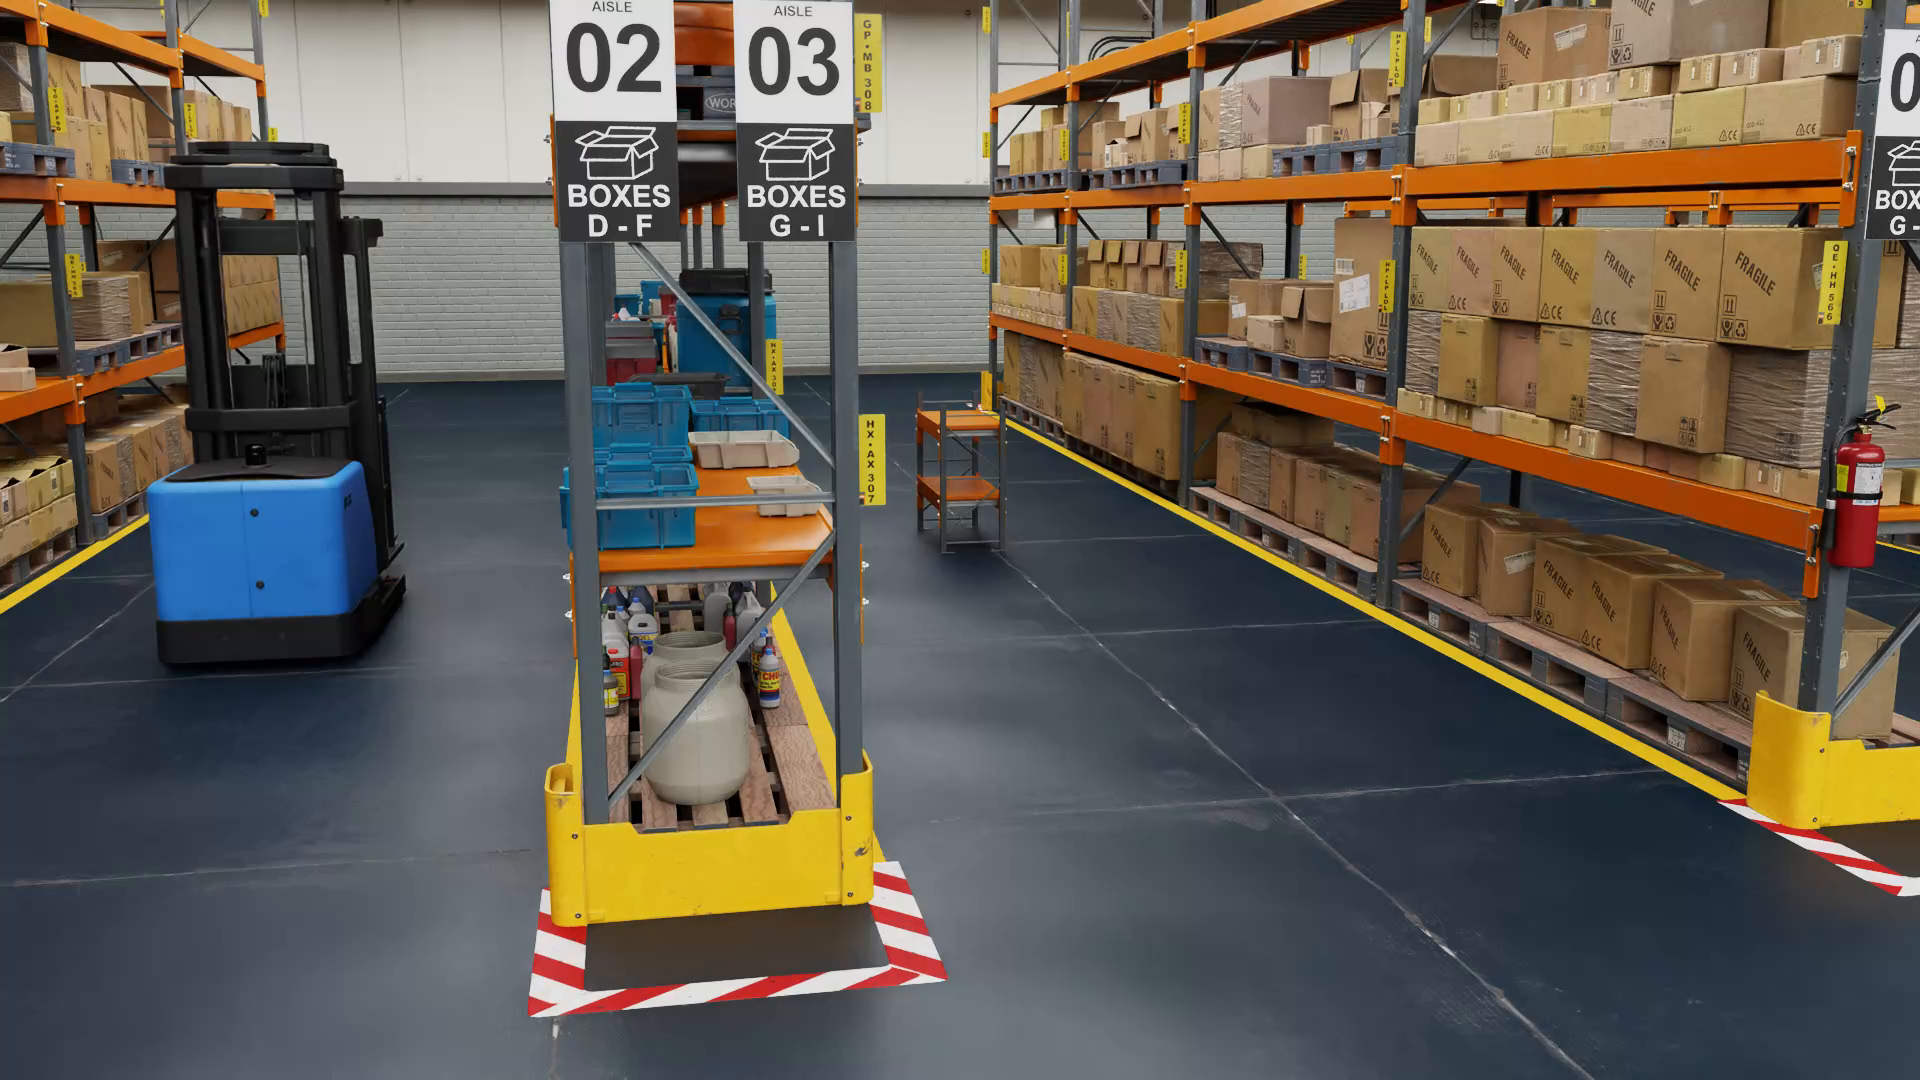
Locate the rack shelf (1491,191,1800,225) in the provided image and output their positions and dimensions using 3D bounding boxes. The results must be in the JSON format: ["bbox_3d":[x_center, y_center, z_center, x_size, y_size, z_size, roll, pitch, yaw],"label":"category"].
[{"bbox_3d":[6.941,-3.426,17.078,1.077,0.370,4.000,-2,11,-11],"label":"rack shelf"}]

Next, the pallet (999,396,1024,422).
[{"bbox_3d":[1.122,-1.731,21.728,1.003,0.211,1.213,-2,11,-11],"label":"pallet"}]

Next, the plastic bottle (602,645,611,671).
[{"bbox_3d":[-1.685,0.646,7.866,0.061,0.283,0.133,-2,11,-10],"label":"plastic bottle"}]

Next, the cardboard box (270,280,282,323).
[{"bbox_3d":[-8.474,-2.862,19.945,0.500,0.500,0.500,-2,11,-9],"label":"cardboard box"}]

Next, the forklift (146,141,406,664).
[{"bbox_3d":[-4.209,-0.976,10.484,1.130,2.935,3.031,-2,11,-10],"label":"forklift"}]

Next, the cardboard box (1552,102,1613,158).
[{"bbox_3d":[3.364,-2.067,8.414,0.500,0.250,0.500,-2,11,-12],"label":"cardboard box"}]

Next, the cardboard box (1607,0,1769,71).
[{"bbox_3d":[3.452,-2.500,7.886,0.500,0.500,0.500,-2,11,-11],"label":"cardboard box"}]

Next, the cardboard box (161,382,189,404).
[{"bbox_3d":[-8.421,-1.486,18.481,0.797,0.503,0.637,-2,11,-11],"label":"cardboard box"}]

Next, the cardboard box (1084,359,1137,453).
[{"bbox_3d":[1.986,-1.393,17.054,1.225,0.875,0.875,-3,11,-13],"label":"cardboard box"}]

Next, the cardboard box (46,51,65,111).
[{"bbox_3d":[-7.450,-3.606,13.154,0.500,0.500,0.500,-2,11,-11],"label":"cardboard box"}]

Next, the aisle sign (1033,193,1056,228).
[{"bbox_3d":[1.170,-4.546,22.106,0.394,0.787,0.004,-2,11,-11],"label":"aisle sign"}]

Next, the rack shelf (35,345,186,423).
[{"bbox_3d":[-7.661,-1.431,14.619,1.077,0.370,4.000,-2,11,-11],"label":"rack shelf"}]

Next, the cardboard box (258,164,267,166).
[{"bbox_3d":[-8.478,-4.446,19.574,0.500,0.250,0.500,-2,11,-11],"label":"cardboard box"}]

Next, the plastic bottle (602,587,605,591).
[{"bbox_3d":[-2.003,0.335,9.536,0.097,0.271,0.097,0,11,0],"label":"plastic bottle"}]

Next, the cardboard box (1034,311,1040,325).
[{"bbox_3d":[1.086,-2.621,19.614,0.380,0.149,0.250,-2,11,-10],"label":"cardboard box"}]

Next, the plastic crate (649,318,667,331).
[{"bbox_3d":[-3.141,-2.322,17.917,0.396,0.136,0.243,-2,11,-11],"label":"plastic crate"}]

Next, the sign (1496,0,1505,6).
[{"bbox_3d":[6.017,-6.102,18.477,0.100,0.325,0.005,-2,11,-11],"label":"sign"}]

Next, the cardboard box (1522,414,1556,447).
[{"bbox_3d":[3.275,-0.596,8.975,0.380,0.149,0.250,-2,11,-11],"label":"cardboard box"}]

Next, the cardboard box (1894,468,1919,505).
[{"bbox_3d":[4.180,-0.248,7.149,0.380,0.149,0.250,-2,11,-11],"label":"cardboard box"}]

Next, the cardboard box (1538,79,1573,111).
[{"bbox_3d":[3.275,-2.331,8.734,0.380,0.149,0.250,-2,11,-12],"label":"cardboard box"}]

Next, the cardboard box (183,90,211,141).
[{"bbox_3d":[-8.141,-4.350,17.066,0.700,0.500,0.500,-2,11,-11],"label":"cardboard box"}]

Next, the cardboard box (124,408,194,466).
[{"bbox_3d":[-7.585,-0.969,15.773,0.500,0.500,0.500,-2,11,-11],"label":"cardboard box"}]

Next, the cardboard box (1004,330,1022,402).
[{"bbox_3d":[1.093,-2.293,21.781,0.875,0.875,0.875,-2,11,-11],"label":"cardboard box"}]

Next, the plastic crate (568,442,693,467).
[{"bbox_3d":[-1.368,-0.257,6.924,0.499,0.251,0.408,-2,11,-11],"label":"plastic crate"}]

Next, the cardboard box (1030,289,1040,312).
[{"bbox_3d":[1.122,-2.844,19.720,0.500,0.250,0.500,-2,11,-10],"label":"cardboard box"}]

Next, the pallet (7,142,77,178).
[{"bbox_3d":[-7.053,-2.678,11.725,1.213,0.211,1.003,-2,11,-8],"label":"pallet"}]

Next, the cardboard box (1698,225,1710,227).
[{"bbox_3d":[10.467,-4.292,23.046,0.380,0.149,0.250,-2,11,-9],"label":"cardboard box"}]

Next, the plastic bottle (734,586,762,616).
[{"bbox_3d":[-1.127,0.423,8.858,0.144,0.351,0.185,-2,11,-11],"label":"plastic bottle"}]

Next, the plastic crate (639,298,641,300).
[{"bbox_3d":[-4.116,-2.834,20.351,0.416,0.233,0.300,-2,11,-11],"label":"plastic crate"}]

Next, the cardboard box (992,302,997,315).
[{"bbox_3d":[0.635,-3.044,21.841,0.380,0.149,0.250,-2,11,-10],"label":"cardboard box"}]

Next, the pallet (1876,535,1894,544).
[{"bbox_3d":[7.644,-0.199,13.677,1.003,0.211,1.213,-2,11,-11],"label":"pallet"}]

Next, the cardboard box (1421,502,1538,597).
[{"bbox_3d":[3.262,0.052,10.461,0.500,0.500,0.500,-2,11,-13],"label":"cardboard box"}]

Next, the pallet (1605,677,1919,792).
[{"bbox_3d":[3.863,0.895,7.928,1.003,0.211,1.213,-2,11,-11],"label":"pallet"}]

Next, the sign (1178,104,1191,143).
[{"bbox_3d":[1.900,-3.525,14.079,0.100,0.325,0.005,-2,11,-11],"label":"sign"}]

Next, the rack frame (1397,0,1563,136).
[{"bbox_3d":[3.223,-3.991,10.098,1.000,3.000,0.127,-2,11,-11],"label":"rack frame"}]

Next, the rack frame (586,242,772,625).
[{"bbox_3d":[-1.635,-0.864,9.713,1.000,3.000,0.127,-2,11,-11],"label":"rack frame"}]

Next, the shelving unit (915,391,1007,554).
[{"bbox_3d":[-0.001,-0.554,13.098,0.538,1.125,1.048,-2,11,-11],"label":"shelving unit"}]

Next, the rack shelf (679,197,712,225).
[{"bbox_3d":[-2.802,-3.084,15.281,1.077,0.370,4.000,-2,11,-11],"label":"rack shelf"}]

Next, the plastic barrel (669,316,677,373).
[{"bbox_3d":[-1.833,-1.328,11.788,0.433,0.535,0.433,0,11,0],"label":"plastic barrel"}]

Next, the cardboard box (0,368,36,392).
[{"bbox_3d":[-6.826,-1.140,11.834,0.380,0.149,0.250,-2,11,-11],"label":"cardboard box"}]

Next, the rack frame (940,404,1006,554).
[{"bbox_3d":[0.098,-0.461,12.608,0.500,1.125,0.032,-2,11,-11],"label":"rack frame"}]

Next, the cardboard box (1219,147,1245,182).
[{"bbox_3d":[2.387,-2.988,13.251,0.500,0.250,0.500,-2,11,-10],"label":"cardboard box"}]

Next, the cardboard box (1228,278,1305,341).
[{"bbox_3d":[2.590,-1.935,13.952,0.500,0.500,0.500,-4,11,-18],"label":"cardboard box"}]

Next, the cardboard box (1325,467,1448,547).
[{"bbox_3d":[3.051,-0.234,11.911,0.700,0.500,0.500,-2,11,-11],"label":"cardboard box"}]

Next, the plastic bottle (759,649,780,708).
[{"bbox_3d":[-0.904,0.650,7.879,0.097,0.271,0.097,0,11,0],"label":"plastic bottle"}]

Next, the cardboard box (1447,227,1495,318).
[{"bbox_3d":[3.160,-1.547,9.565,0.500,0.500,0.500,-2,11,-11],"label":"cardboard box"}]

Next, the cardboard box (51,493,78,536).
[{"bbox_3d":[-6.931,-0.186,12.382,0.500,0.250,0.500,-2,11,-10],"label":"cardboard box"}]

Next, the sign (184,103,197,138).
[{"bbox_3d":[-7.507,-4.094,16.223,0.100,0.325,0.005,-2,11,-11],"label":"sign"}]

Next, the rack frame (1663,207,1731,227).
[{"bbox_3d":[10.610,-3.605,24.116,1.000,3.000,0.127,-2,11,-11],"label":"rack frame"}]

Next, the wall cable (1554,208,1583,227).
[{"bbox_3d":[10.880,-5.191,29.732,0.588,1.984,0.122,-2,11,-11],"label":"wall cable"}]

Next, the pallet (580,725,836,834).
[{"bbox_3d":[-1.071,1.078,6.967,1.003,0.211,1.213,-2,11,-11],"label":"pallet"}]

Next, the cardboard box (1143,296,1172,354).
[{"bbox_3d":[2.015,-2.000,15.414,0.500,0.500,0.500,-2,11,-12],"label":"cardboard box"}]

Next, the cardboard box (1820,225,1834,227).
[{"bbox_3d":[11.033,-3.874,20.851,0.380,0.149,0.250,-2,11,-11],"label":"cardboard box"}]

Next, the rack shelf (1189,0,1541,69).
[{"bbox_3d":[2.834,-3.808,12.130,1.077,0.370,4.000,-2,11,-11],"label":"rack shelf"}]
